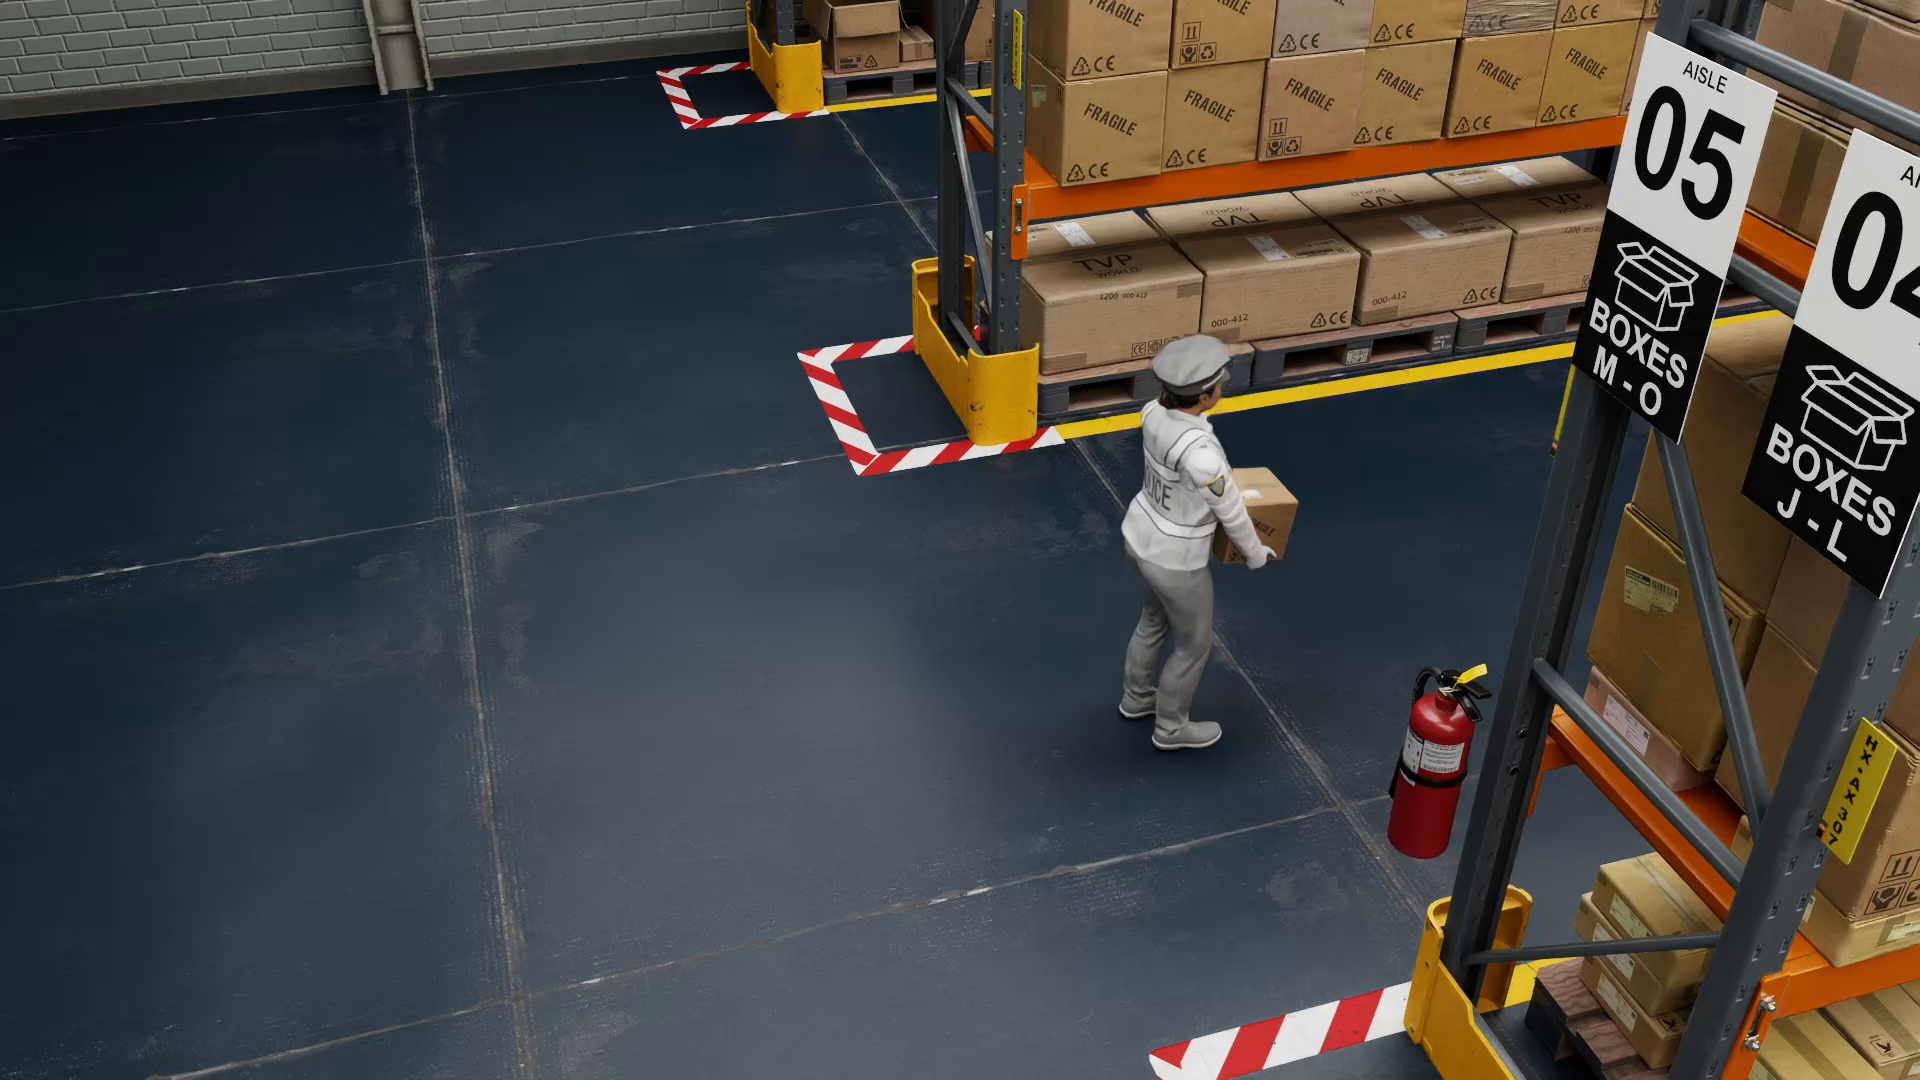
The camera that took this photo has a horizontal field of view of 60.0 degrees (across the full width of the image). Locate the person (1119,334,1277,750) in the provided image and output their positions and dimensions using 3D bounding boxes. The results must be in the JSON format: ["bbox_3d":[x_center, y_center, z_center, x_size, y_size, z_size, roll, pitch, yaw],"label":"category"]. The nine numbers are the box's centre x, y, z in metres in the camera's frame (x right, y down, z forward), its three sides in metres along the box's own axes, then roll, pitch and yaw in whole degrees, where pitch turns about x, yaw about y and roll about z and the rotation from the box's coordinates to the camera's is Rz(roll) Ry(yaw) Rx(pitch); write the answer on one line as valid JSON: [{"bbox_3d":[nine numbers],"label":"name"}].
[{"bbox_3d":[0.856,0.025,6.097,0.528,1.682,0.417,-11,36,-15],"label":"person"}]
